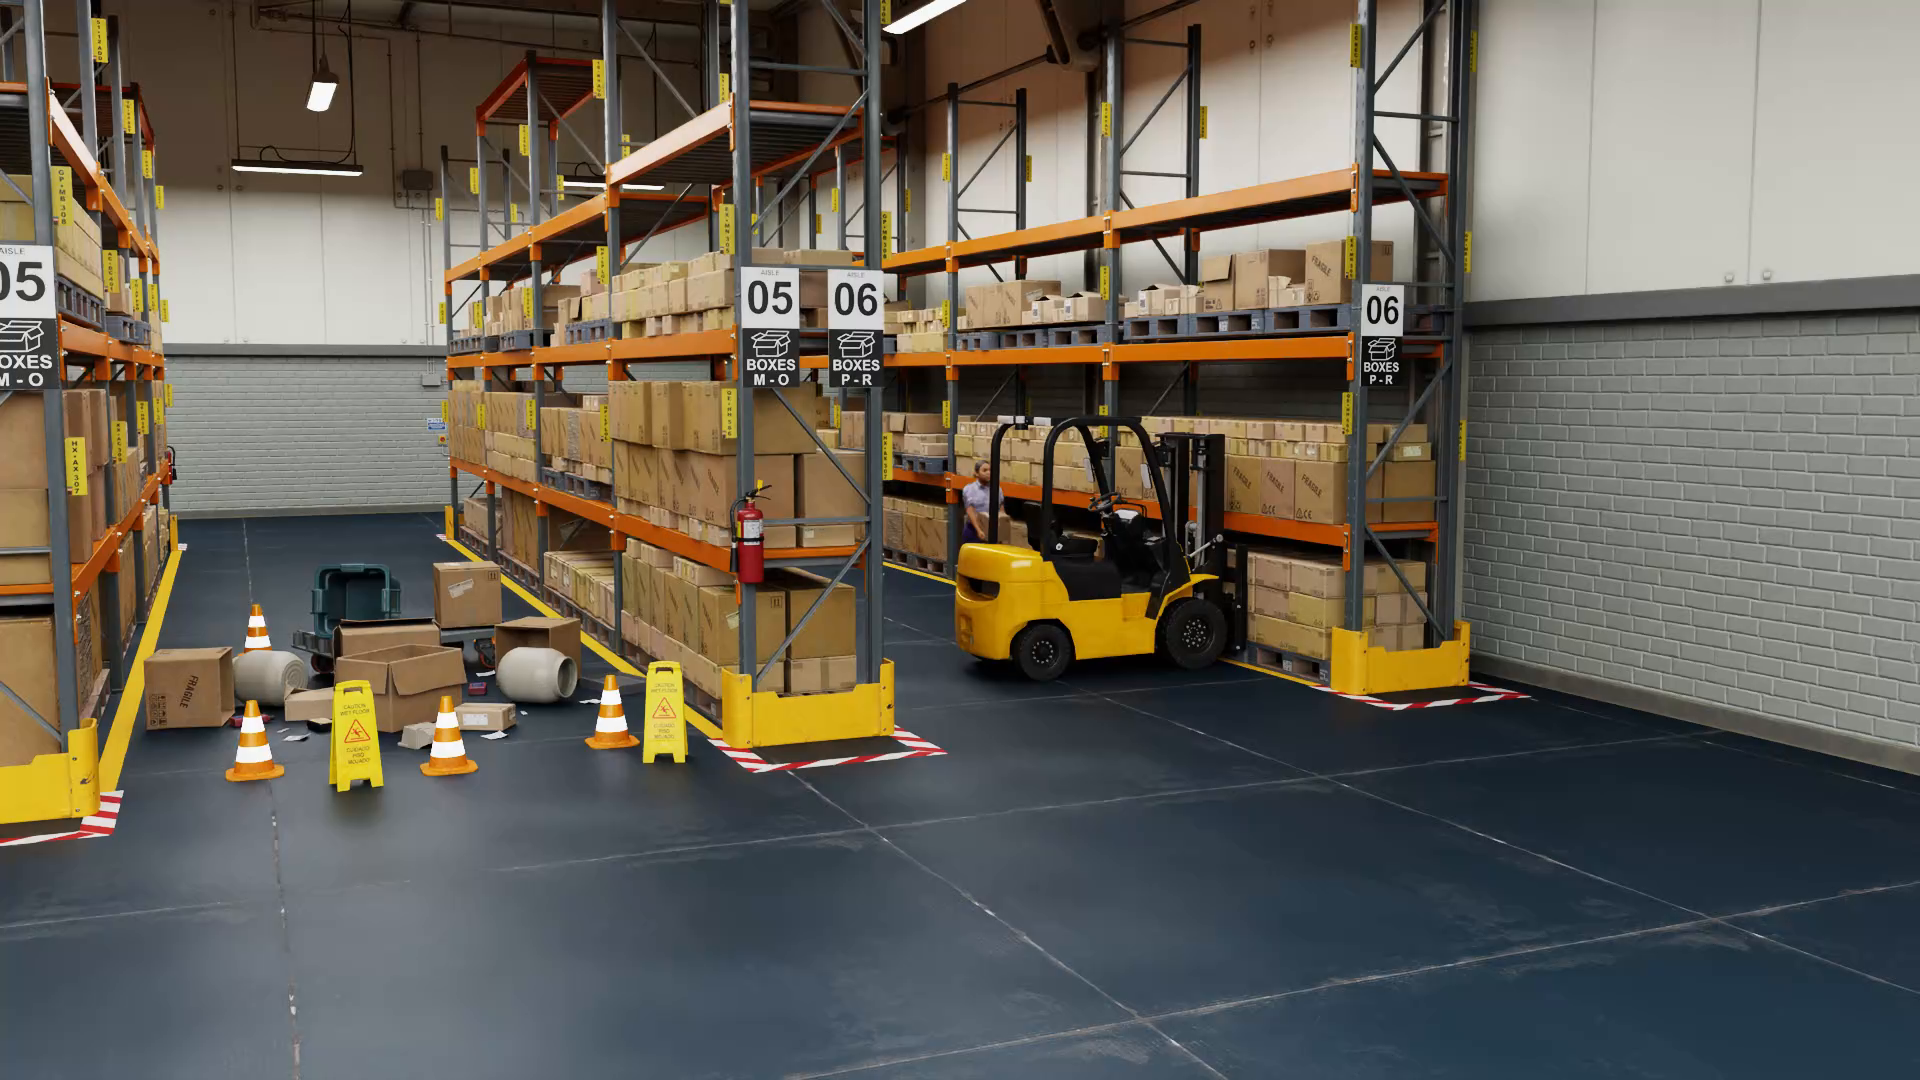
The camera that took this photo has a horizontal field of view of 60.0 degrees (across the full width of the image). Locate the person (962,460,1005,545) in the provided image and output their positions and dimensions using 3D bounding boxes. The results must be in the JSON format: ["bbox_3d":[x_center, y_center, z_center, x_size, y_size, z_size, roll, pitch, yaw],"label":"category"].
[{"bbox_3d":[0.274,0.000,17.138,0.441,1.646,0.519,-2,6,-24],"label":"person"}]
